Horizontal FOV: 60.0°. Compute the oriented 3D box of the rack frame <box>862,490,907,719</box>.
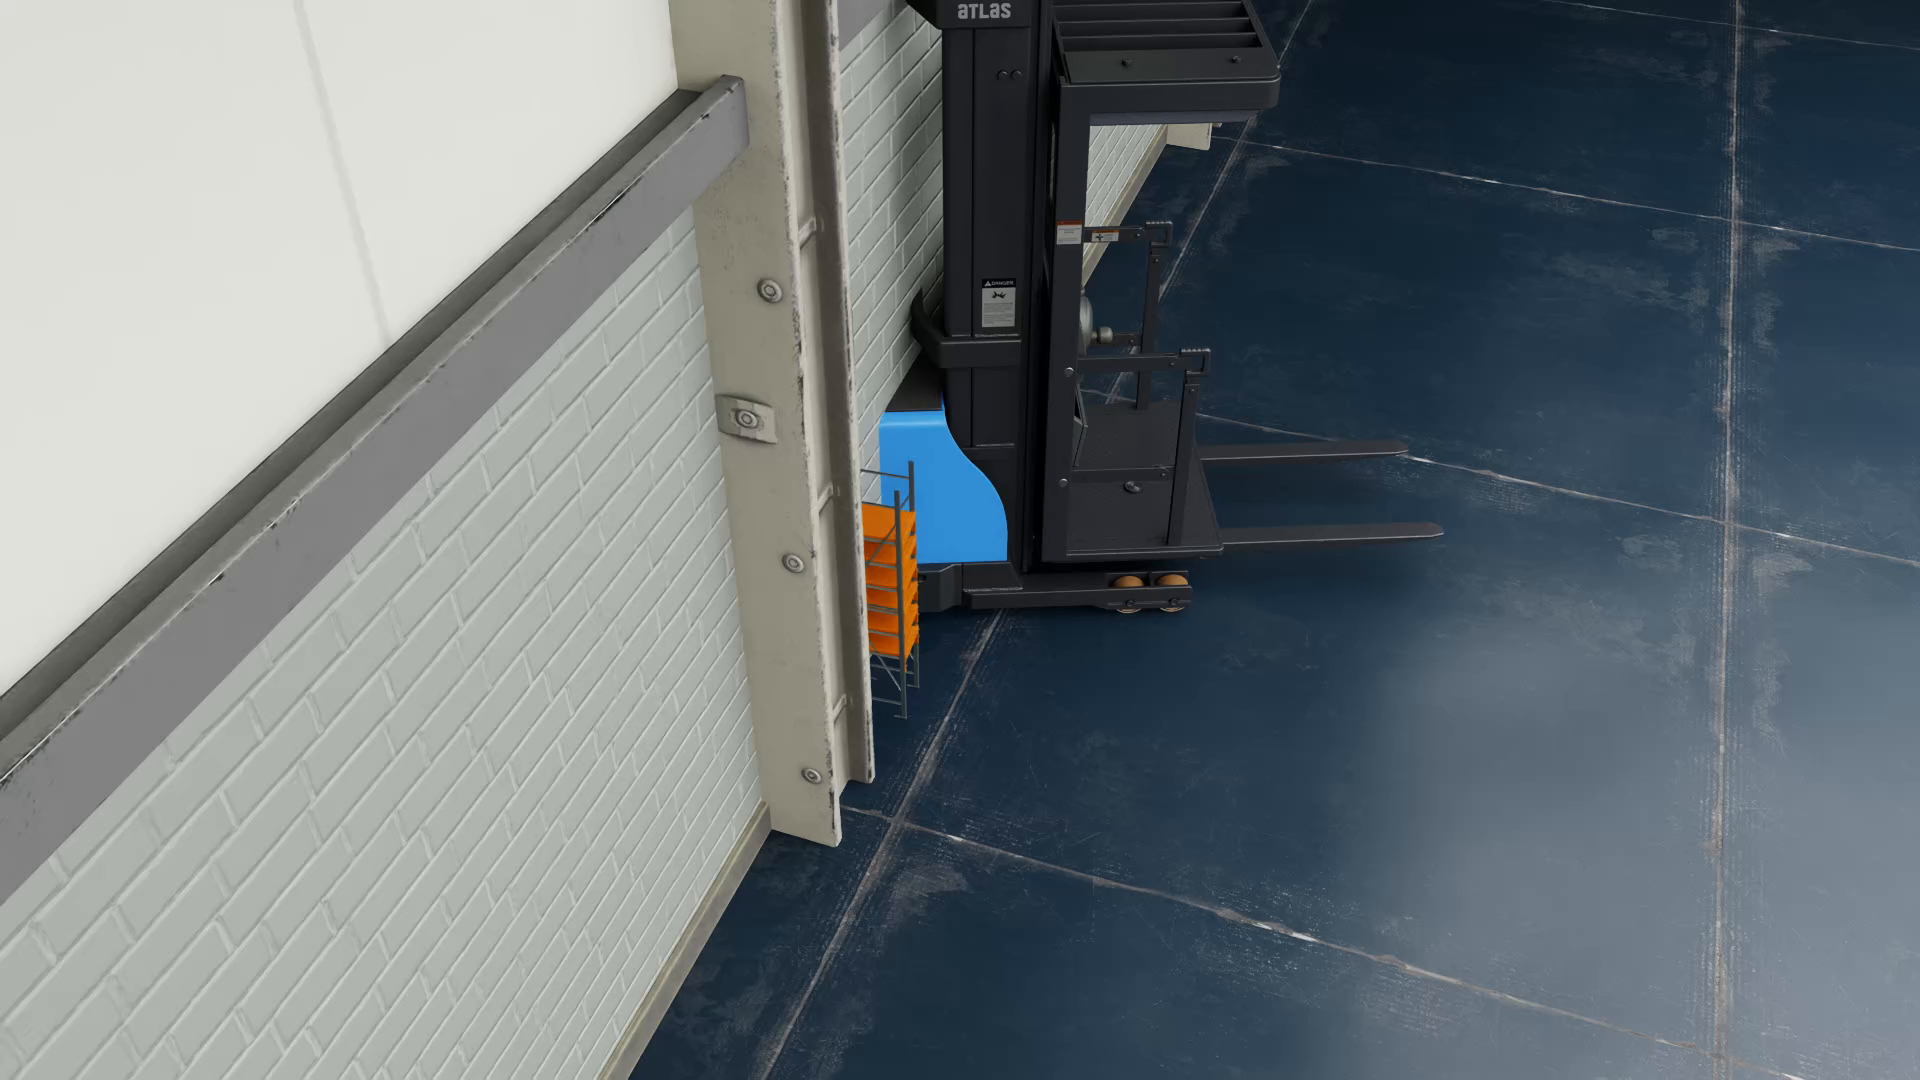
[{"bbox_3d":[-0.336,0.259,6.476,0.240,1.200,0.006,10,41,12],"label":"rack frame"}]

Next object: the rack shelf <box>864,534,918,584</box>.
[{"bbox_3d":[-0.312,0.053,6.416,0.258,0.103,0.180,10,41,12],"label":"rack shelf"}]

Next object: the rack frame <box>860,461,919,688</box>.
[{"bbox_3d":[-0.288,0.144,6.610,0.240,1.200,0.006,10,41,12],"label":"rack frame"}]

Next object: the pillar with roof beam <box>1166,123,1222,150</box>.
[{"bbox_3d":[5.550,-5.111,6.761,9.100,9.000,0.400,13,42,15],"label":"pillar with roof beam"}]

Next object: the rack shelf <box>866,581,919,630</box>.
[{"bbox_3d":[-0.312,0.235,6.572,0.258,0.103,0.180,10,41,12],"label":"rack shelf"}]

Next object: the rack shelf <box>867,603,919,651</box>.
[{"bbox_3d":[-0.312,0.327,6.650,0.258,0.103,0.180,10,41,12],"label":"rack shelf"}]

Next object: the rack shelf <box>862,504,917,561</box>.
[{"bbox_3d":[-0.312,-0.038,6.338,0.258,0.103,0.180,10,41,12],"label":"rack shelf"}]

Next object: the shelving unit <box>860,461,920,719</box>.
[{"bbox_3d":[-0.312,0.202,6.543,0.258,1.200,0.189,10,41,12],"label":"shelving unit"}]

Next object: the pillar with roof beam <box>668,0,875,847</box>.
[{"bbox_3d":[3.498,-1.452,2.472,9.100,9.000,0.400,13,42,15],"label":"pillar with roof beam"}]

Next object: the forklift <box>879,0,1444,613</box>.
[{"bbox_3d":[0.626,-1.137,6.778,3.031,2.935,1.130,-2,41,-2],"label":"forklift"}]

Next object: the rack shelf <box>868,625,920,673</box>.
[{"bbox_3d":[-0.312,0.418,6.728,0.258,0.103,0.180,10,41,12],"label":"rack shelf"}]

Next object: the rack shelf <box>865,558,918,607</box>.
[{"bbox_3d":[-0.312,0.144,6.494,0.258,0.103,0.180,10,41,12],"label":"rack shelf"}]
